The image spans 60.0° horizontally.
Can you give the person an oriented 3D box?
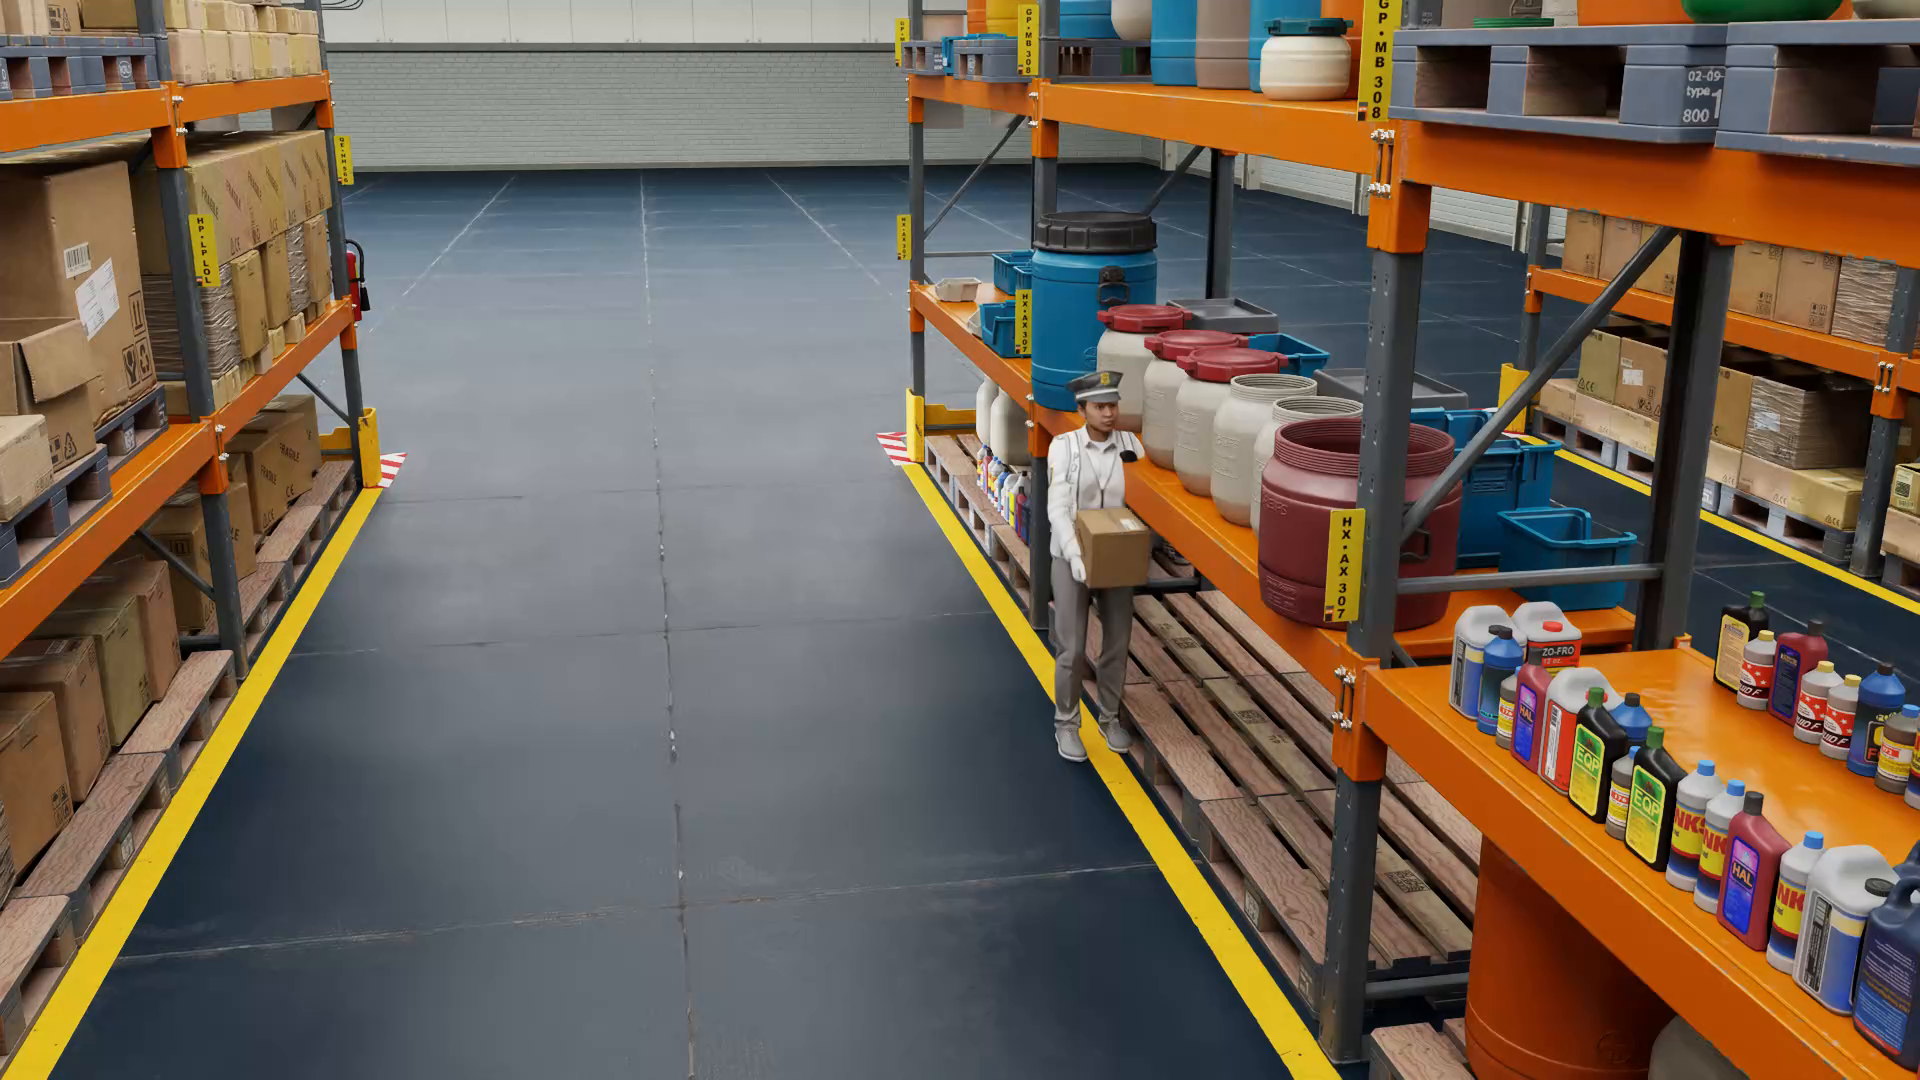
[{"bbox_3d":[0.594,0.117,7.106,0.446,1.691,0.518,-3,17,-11],"label":"person"}]
